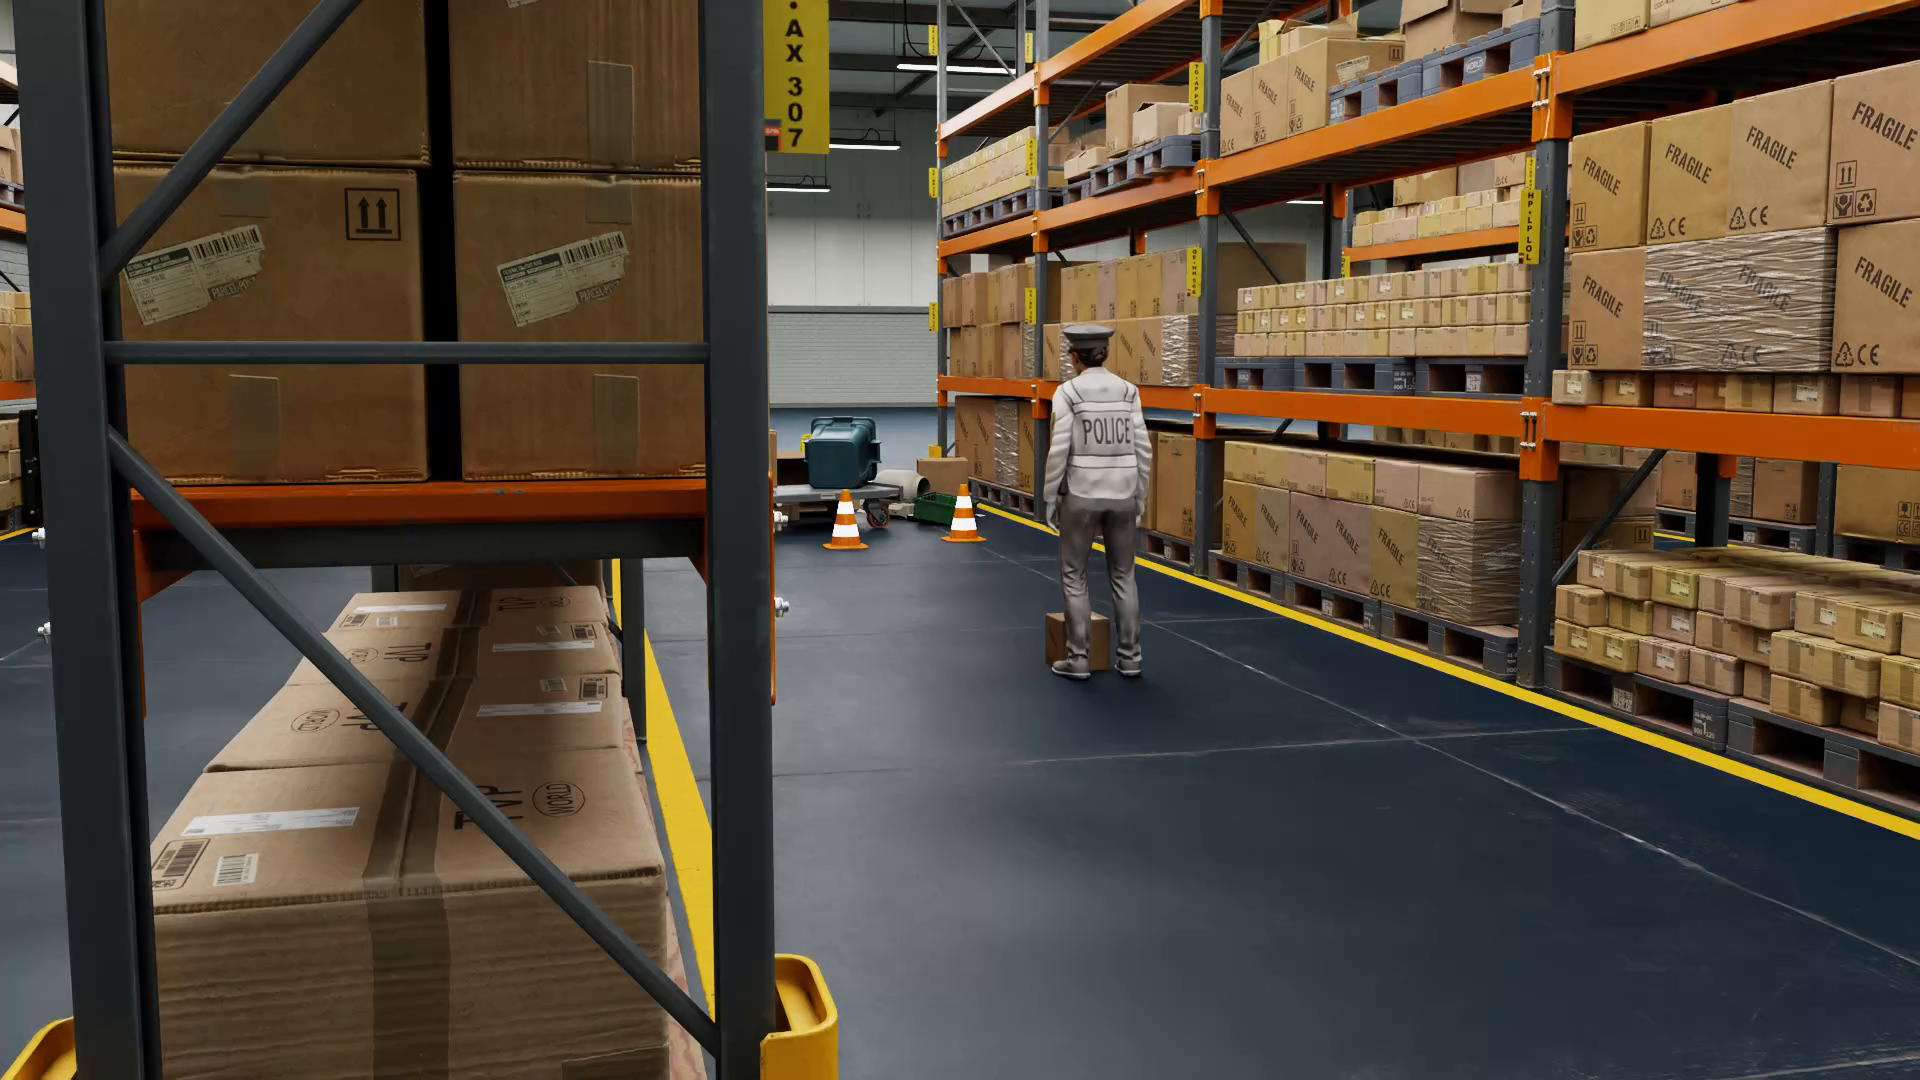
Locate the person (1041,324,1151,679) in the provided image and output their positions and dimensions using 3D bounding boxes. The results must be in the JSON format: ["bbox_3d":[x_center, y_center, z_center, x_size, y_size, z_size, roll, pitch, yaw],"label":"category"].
[{"bbox_3d":[0.635,-0.180,7.814,0.541,1.662,0.375,-2,7,-17],"label":"person"}]
